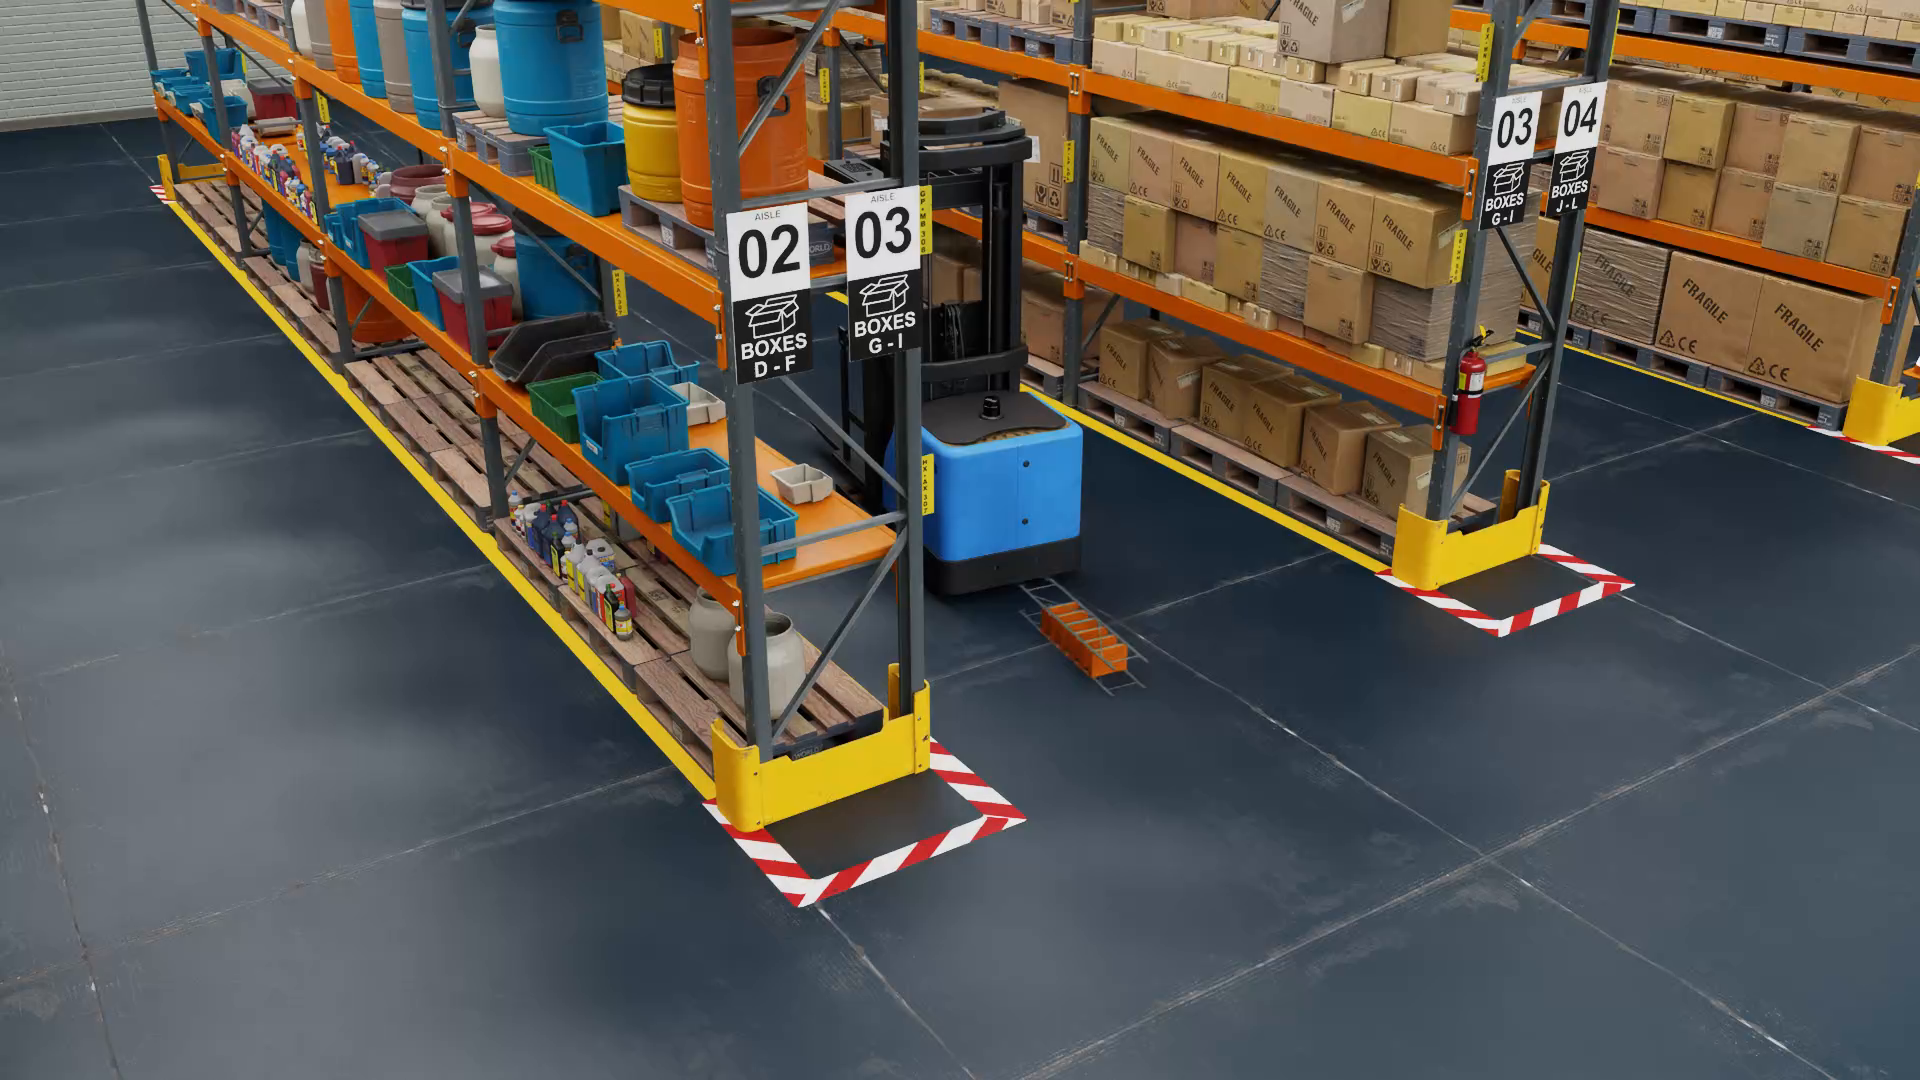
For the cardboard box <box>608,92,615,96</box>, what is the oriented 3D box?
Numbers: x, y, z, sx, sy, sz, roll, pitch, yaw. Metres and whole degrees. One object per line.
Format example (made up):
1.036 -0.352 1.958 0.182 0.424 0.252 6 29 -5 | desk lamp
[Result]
-4.312 -5.596 22.051 0.875 0.875 0.875 -16 29 -30 | cardboard box

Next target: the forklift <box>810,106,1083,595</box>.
-0.261 -1.567 11.598 1.130 2.935 3.031 -11 27 -22 | forklift

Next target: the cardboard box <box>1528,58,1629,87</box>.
5.709 -4.147 15.543 0.875 0.550 0.550 -16 29 -30 | cardboard box

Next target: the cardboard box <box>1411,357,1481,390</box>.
3.181 -1.121 10.867 0.380 0.149 0.250 -16 29 -30 | cardboard box

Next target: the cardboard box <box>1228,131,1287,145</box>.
2.348 -2.788 12.469 0.500 0.500 0.500 -16 29 -30 | cardboard box

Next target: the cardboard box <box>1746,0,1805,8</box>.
6.673 -4.427 13.281 0.500 0.250 0.500 -16 29 -30 | cardboard box

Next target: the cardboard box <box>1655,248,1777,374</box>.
6.813 -2.071 14.582 0.875 0.875 0.875 -16 30 -30 | cardboard box

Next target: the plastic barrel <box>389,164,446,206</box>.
-4.500 -2.854 14.084 0.600 0.536 0.708 -16 29 -30 | plastic barrel

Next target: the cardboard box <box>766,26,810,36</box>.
-1.968 -5.278 18.087 0.797 0.503 0.637 -14 29 -28 | cardboard box

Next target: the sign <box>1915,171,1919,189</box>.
7.258 -2.809 12.516 0.100 0.325 0.005 -16 29 -30 | sign

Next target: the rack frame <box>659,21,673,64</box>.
-3.041 -5.472 19.791 1.000 3.000 0.127 -16 29 -30 | rack frame

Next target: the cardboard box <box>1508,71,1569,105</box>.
3.553 -2.802 10.328 0.380 0.149 0.250 -16 30 -30 | cardboard box

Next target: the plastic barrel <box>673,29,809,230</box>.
-1.012 -1.911 7.738 0.600 0.830 0.708 -16 29 -30 | plastic barrel

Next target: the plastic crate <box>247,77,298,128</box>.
-7.468 -4.752 18.120 0.402 0.464 0.583 -16 29 -30 | plastic crate

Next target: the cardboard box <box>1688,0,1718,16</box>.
6.281 -4.455 13.808 0.380 0.149 0.250 -15 29 -29 | cardboard box

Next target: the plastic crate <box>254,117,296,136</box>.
-7.326 -4.426 17.813 0.396 0.136 0.243 -16 29 -30 | plastic crate

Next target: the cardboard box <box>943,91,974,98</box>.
-0.016 -6.278 23.648 0.380 0.149 0.250 -17 30 -31 | cardboard box

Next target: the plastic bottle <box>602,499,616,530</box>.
-2.352 -0.261 11.339 0.144 0.351 0.185 -16 29 -30 | plastic bottle

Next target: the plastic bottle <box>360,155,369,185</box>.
-5.644 -3.520 15.807 0.097 0.271 0.097 0 25 0 | plastic bottle

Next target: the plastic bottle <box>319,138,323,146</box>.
-6.325 -3.848 16.500 0.097 0.271 0.097 0 25 0 | plastic bottle

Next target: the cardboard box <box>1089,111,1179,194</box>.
1.358 -3.023 12.965 0.500 0.500 0.500 -16 29 -30 | cardboard box

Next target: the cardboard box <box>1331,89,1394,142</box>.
2.758 -2.760 10.707 0.500 0.250 0.500 -15 29 -29 | cardboard box

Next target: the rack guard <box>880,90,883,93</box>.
-0.973 -6.865 25.670 1.175 0.500 0.348 -16 29 -30 | rack guard

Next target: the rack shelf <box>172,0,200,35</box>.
-8.283 -6.065 18.374 1.077 0.370 4.000 -16 29 -30 | rack shelf

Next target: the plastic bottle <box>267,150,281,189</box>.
-6.436 -3.500 15.670 0.144 0.351 0.185 -16 29 -30 | plastic bottle

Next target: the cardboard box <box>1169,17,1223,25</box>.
1.815 -3.914 12.685 0.380 0.149 0.250 -15 29 -29 | cardboard box

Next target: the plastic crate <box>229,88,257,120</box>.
-7.870 -4.881 18.606 0.437 0.282 0.530 -16 29 -30 | plastic crate

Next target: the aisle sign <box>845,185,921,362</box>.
-0.356 -1.244 7.789 0.394 0.787 0.004 -16 29 -30 | aisle sign

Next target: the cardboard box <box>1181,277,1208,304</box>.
1.894 -1.909 12.537 0.380 0.149 0.250 -16 29 -30 | cardboard box

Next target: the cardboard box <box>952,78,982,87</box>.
0.106 -6.706 24.554 0.380 0.149 0.250 -14 29 -28 | cardboard box

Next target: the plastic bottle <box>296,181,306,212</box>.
-5.866 -3.072 14.857 0.097 0.271 0.097 0 25 0 | plastic bottle

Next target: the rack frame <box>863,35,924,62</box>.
-1.014 -8.023 25.194 1.000 3.000 0.127 -16 29 -30 | rack frame

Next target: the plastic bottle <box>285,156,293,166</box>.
-6.358 -3.508 15.780 0.097 0.271 0.097 0 25 0 | plastic bottle

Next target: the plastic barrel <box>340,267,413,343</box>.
-5.289 -2.267 15.051 0.600 0.830 0.708 -16 29 -30 | plastic barrel

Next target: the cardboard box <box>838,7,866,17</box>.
-0.814 -5.103 15.670 0.500 0.250 0.500 -15 29 -29 | cardboard box

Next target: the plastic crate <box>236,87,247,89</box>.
-8.039 -5.025 18.970 0.416 0.233 0.300 -16 29 -30 | plastic crate

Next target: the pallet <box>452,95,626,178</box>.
-2.348 -2.492 10.186 1.213 0.211 1.003 -16 29 -30 | pallet

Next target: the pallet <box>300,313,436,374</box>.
-5.473 -1.899 15.487 1.003 0.211 1.213 -16 29 -30 | pallet

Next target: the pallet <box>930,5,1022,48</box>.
0.509 -4.498 14.434 1.213 0.211 1.003 -16 29 -30 | pallet

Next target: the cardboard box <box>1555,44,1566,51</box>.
7.787 -6.321 20.631 0.500 0.500 0.500 -14 29 -27 | cardboard box

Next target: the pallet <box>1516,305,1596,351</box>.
5.886 -2.180 16.082 1.003 0.211 1.213 -16 29 -30 | pallet

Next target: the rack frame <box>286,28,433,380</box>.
-5.008 -2.887 14.315 1.000 3.000 0.127 -16 29 -30 | rack frame

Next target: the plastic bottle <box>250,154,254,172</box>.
-6.911 -3.726 16.323 0.097 0.201 0.097 0 25 0 | plastic bottle

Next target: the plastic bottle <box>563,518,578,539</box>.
-2.551 -0.013 10.906 0.097 0.271 0.097 0 25 0 | plastic bottle

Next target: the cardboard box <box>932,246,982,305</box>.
0.154 -2.479 15.862 0.700 0.500 0.500 -13 28 -25 | cardboard box

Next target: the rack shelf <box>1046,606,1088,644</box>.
0.672 0.522 10.379 0.258 0.180 0.103 -11 28 -23 | rack shelf

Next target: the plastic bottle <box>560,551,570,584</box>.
-2.493 0.169 10.603 0.097 0.201 0.097 0 25 0 | plastic bottle

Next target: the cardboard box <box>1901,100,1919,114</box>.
10.192 -4.521 17.310 0.500 0.500 0.500 -16 30 -30 | cardboard box

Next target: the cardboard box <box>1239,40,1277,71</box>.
2.158 -3.350 11.490 0.380 0.149 0.250 -15 29 -28 | cardboard box

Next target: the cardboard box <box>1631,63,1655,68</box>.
8.309 -5.679 20.030 0.380 0.149 0.250 -15 29 -28 | cardboard box

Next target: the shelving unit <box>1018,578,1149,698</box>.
0.742 0.586 10.245 0.258 0.189 1.200 -11 28 -23 | shelving unit

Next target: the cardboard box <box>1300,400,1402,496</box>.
2.828 -0.673 12.060 0.500 0.500 0.500 -8 26 -16 | cardboard box

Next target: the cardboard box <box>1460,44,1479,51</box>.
6.952 -6.404 21.939 0.500 0.250 0.500 -17 30 -31 | cardboard box

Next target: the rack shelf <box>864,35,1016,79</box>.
0.078 -6.982 23.832 1.077 0.370 4.000 -16 29 -30 | rack shelf
